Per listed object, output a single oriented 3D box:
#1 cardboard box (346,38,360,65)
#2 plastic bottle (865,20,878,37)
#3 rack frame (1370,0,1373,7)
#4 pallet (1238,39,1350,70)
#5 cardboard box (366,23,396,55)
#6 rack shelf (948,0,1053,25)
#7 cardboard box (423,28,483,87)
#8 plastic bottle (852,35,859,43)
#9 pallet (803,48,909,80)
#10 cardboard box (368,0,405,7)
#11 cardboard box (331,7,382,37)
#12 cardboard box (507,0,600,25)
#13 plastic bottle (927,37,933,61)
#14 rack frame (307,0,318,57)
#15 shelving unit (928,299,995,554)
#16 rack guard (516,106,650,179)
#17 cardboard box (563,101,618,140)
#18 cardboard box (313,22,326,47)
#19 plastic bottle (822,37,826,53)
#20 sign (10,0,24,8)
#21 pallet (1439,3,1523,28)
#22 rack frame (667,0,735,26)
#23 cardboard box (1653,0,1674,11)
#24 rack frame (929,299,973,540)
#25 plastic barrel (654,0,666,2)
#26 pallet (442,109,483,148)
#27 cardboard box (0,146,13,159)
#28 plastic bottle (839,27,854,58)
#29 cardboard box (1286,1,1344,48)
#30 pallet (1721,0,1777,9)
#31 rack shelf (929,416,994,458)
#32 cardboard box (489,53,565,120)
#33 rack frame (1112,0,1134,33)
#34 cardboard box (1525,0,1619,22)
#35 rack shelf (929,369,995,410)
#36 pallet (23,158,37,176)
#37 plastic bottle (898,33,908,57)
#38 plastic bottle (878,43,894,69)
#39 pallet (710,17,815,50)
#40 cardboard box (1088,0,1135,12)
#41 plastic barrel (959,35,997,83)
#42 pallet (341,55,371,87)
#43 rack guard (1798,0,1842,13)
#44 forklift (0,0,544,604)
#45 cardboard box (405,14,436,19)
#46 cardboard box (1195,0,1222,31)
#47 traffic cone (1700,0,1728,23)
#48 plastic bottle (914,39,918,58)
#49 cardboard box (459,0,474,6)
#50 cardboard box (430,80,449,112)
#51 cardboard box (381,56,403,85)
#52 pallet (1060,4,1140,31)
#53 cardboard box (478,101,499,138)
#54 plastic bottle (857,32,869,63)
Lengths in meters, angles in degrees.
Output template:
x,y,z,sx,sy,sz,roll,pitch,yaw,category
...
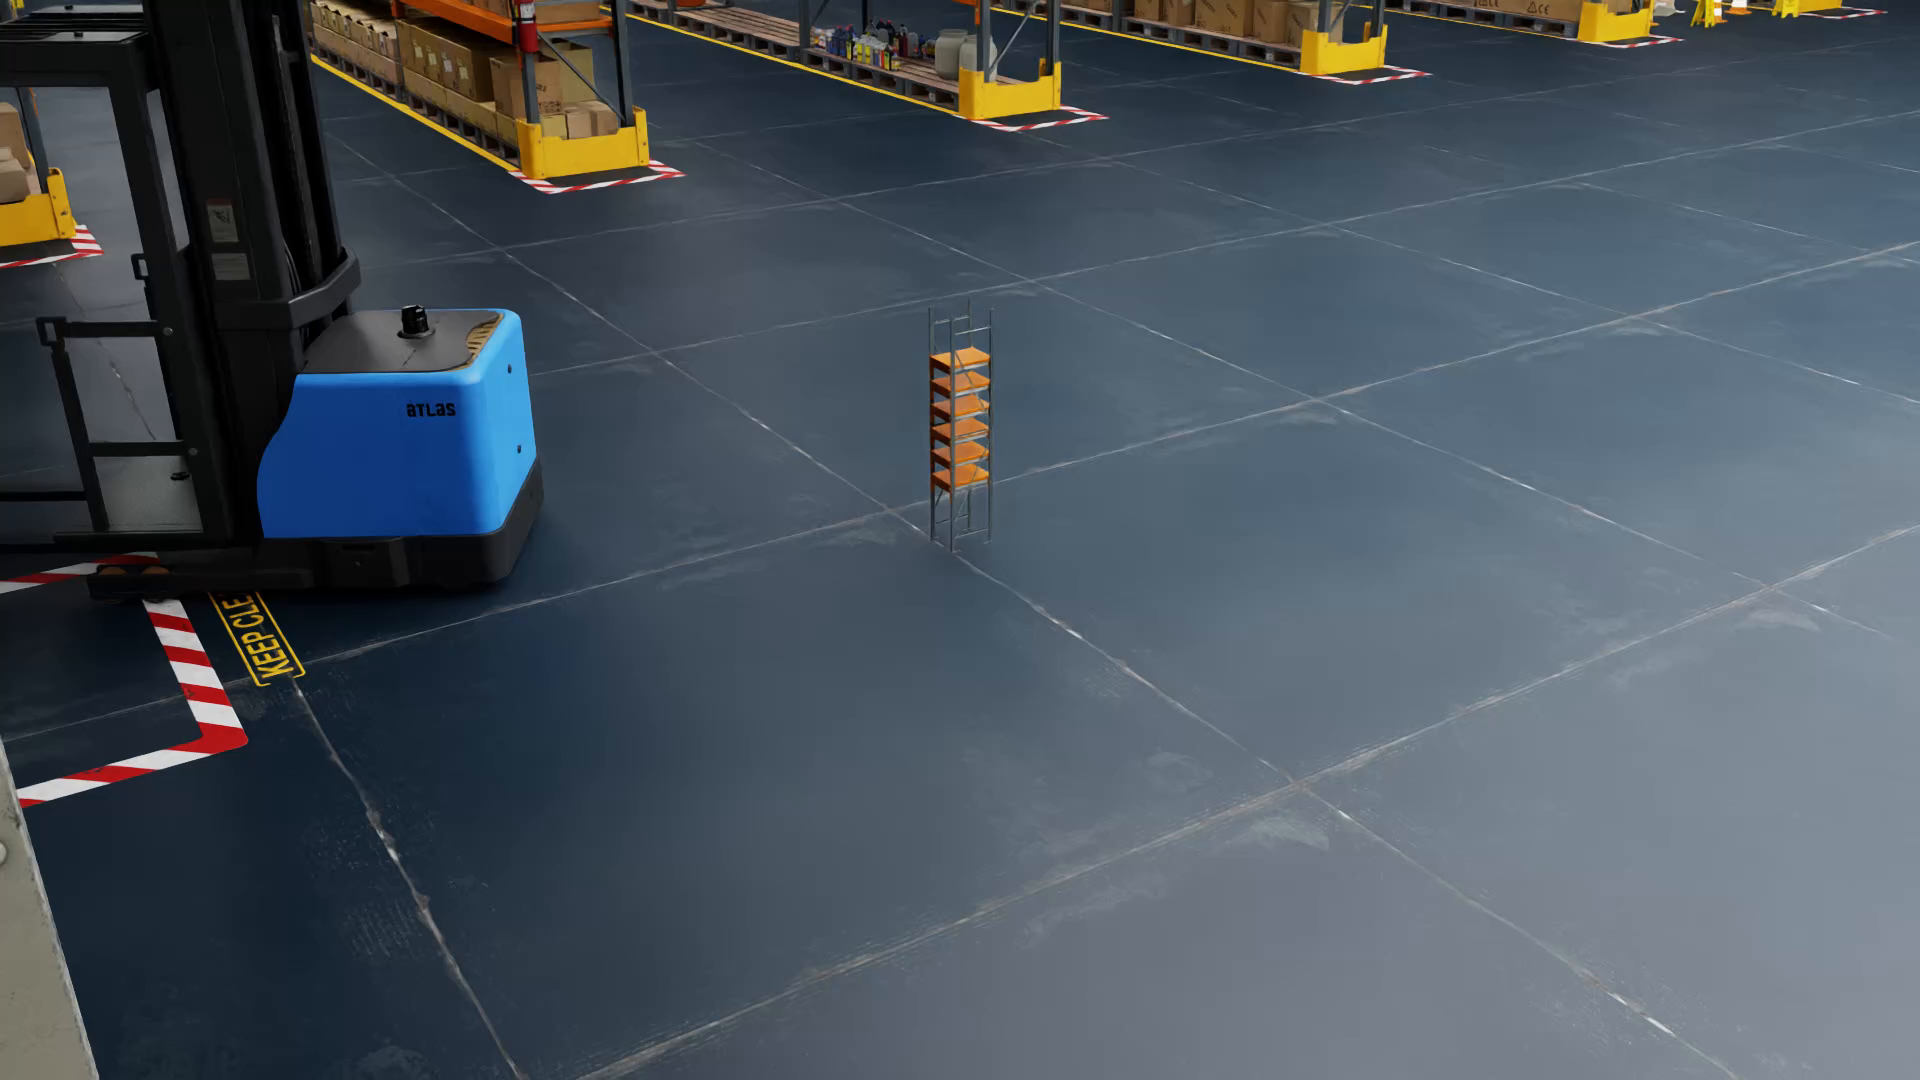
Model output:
x,y,z,sx,sy,sz,roll,pitch,yaw,category
-7.011,-5.865,19.888,0.500,0.250,0.500,-15,29,-29,cardboard box
-1.086,-6.248,20.559,0.144,0.351,0.185,-16,29,-30,plastic bottle
6.802,-9.718,25.322,1.000,3.000,0.127,-16,29,-30,rack frame
4.320,-6.232,21.205,1.003,0.211,1.213,-16,29,-30,pallet
-6.461,-5.754,18.996,0.500,0.311,0.500,-15,29,-28,cardboard box
-0.466,-6.403,19.143,1.077,0.370,4.000,-16,29,-30,rack shelf
-5.174,-4.980,17.136,0.500,0.500,0.500,-16,29,-30,cardboard box
-1.251,-5.912,19.941,0.097,0.271,0.097,0,25,0,plastic bottle
-1.227,-5.933,20.570,1.003,0.211,1.213,-16,29,-30,pallet
-7.113,-6.607,20.805,0.500,0.311,0.500,-16,30,-30,cardboard box
-7.284,-6.297,20.147,0.500,0.311,0.500,-16,30,-31,cardboard box
-3.771,-5.075,15.370,0.700,0.500,0.500,-16,29,-30,cardboard box
-0.345,-5.858,19.826,0.097,0.271,0.097,0,25,0,plastic bottle
-7.894,-7.722,21.093,1.000,3.000,0.127,-16,29,-30,rack frame
0.008,-0.537,7.983,0.258,1.200,0.189,-16,29,-30,shelving unit
-3.514,-3.721,15.547,1.175,0.500,0.348,-16,29,-30,rack guard
-3.633,-4.050,16.045,0.500,0.250,0.500,-16,29,-30,cardboard box
-7.854,-6.412,21.048,0.500,0.250,0.500,-16,29,-30,cardboard box
-1.641,-6.088,20.396,0.097,0.201,0.097,0,25,0,plastic bottle
-7.221,-4.222,12.666,0.100,0.325,0.005,-16,29,-30,sign
7.822,-7.730,24.377,1.003,0.211,1.213,-16,29,-30,pallet
-3.742,-8.875,23.535,1.000,3.000,0.127,-16,29,-30,rack frame
10.671,-8.185,25.415,0.380,0.149,0.250,-1,25,-3,cardboard box
-0.042,-0.570,8.052,0.240,1.200,0.006,-16,29,-30,rack frame
-4.406,-8.292,24.723,0.421,0.512,0.421,0,25,0,plastic barrel
-4.641,-4.299,17.109,1.003,0.211,1.213,-16,29,-30,pallet
-8.289,-3.160,14.064,0.500,0.311,0.500,-13,28,-25,cardboard box
-1.362,-5.992,20.017,0.144,0.351,0.185,-17,30,-32,plastic bottle
4.448,-6.454,20.844,0.500,0.500,0.500,-10,27,-20,cardboard box
12.623,-8.542,26.097,1.003,0.211,1.213,-16,29,-30,pallet
0.008,-0.497,8.002,0.258,0.103,0.180,-16,29,-30,rack shelf
-4.069,-4.268,15.628,0.500,0.500,0.500,-16,29,-30,cardboard box
2.592,-8.598,22.950,1.000,3.000,0.127,-16,29,-30,rack frame
8.561,-7.743,23.136,0.875,0.875,0.875,-15,29,-29,cardboard box
0.008,-0.714,7.899,0.258,0.103,0.180,-16,29,-30,rack shelf
-8.793,-3.205,14.793,1.003,0.211,1.213,-16,29,-30,pallet
-0.688,-5.983,20.077,0.061,0.283,0.133,-16,29,-30,plastic bottle
-0.859,-5.632,19.341,0.152,0.276,0.135,-15,29,-29,plastic bottle
-2.690,-6.891,22.601,1.003,0.211,1.213,-16,29,-30,pallet
2.274,-7.891,23.865,0.700,0.500,0.500,-18,31,-33,cardboard box
0.202,-5.296,18.376,0.421,0.512,0.421,0,25,0,plastic barrel
-6.815,-5.721,20.122,1.003,0.211,1.213,-16,29,-30,pallet
13.037,-8.374,25.402,1.175,0.500,0.348,-16,29,-30,rack guard
-3.627,-1.262,7.490,3.031,2.935,1.130,-1,25,-2,forklift
-6.280,-6.062,19.649,0.500,0.311,0.500,-17,30,-31,cardboard box
3.500,-7.098,22.209,0.500,0.500,0.500,-19,31,-34,cardboard box
11.018,-7.803,24.236,0.336,0.463,0.334,-16,29,-30,traffic cone
-0.511,-5.935,20.071,0.097,0.201,0.097,0,25,0,plastic bottle
-4.618,-5.628,16.542,0.700,0.500,0.500,-15,29,-28,cardboard box
-5.174,-4.641,17.296,0.500,0.250,0.500,-16,29,-30,cardboard box
-6.180,-5.318,18.731,0.500,0.250,0.500,-16,30,-30,cardboard box
2.165,-7.615,24.134,1.003,0.211,1.213,-16,29,-30,pallet
-4.350,-4.106,16.162,0.500,0.250,0.500,-16,29,-30,cardboard box
-1.130,-5.840,19.695,0.144,0.351,0.185,-16,30,-30,plastic bottle
